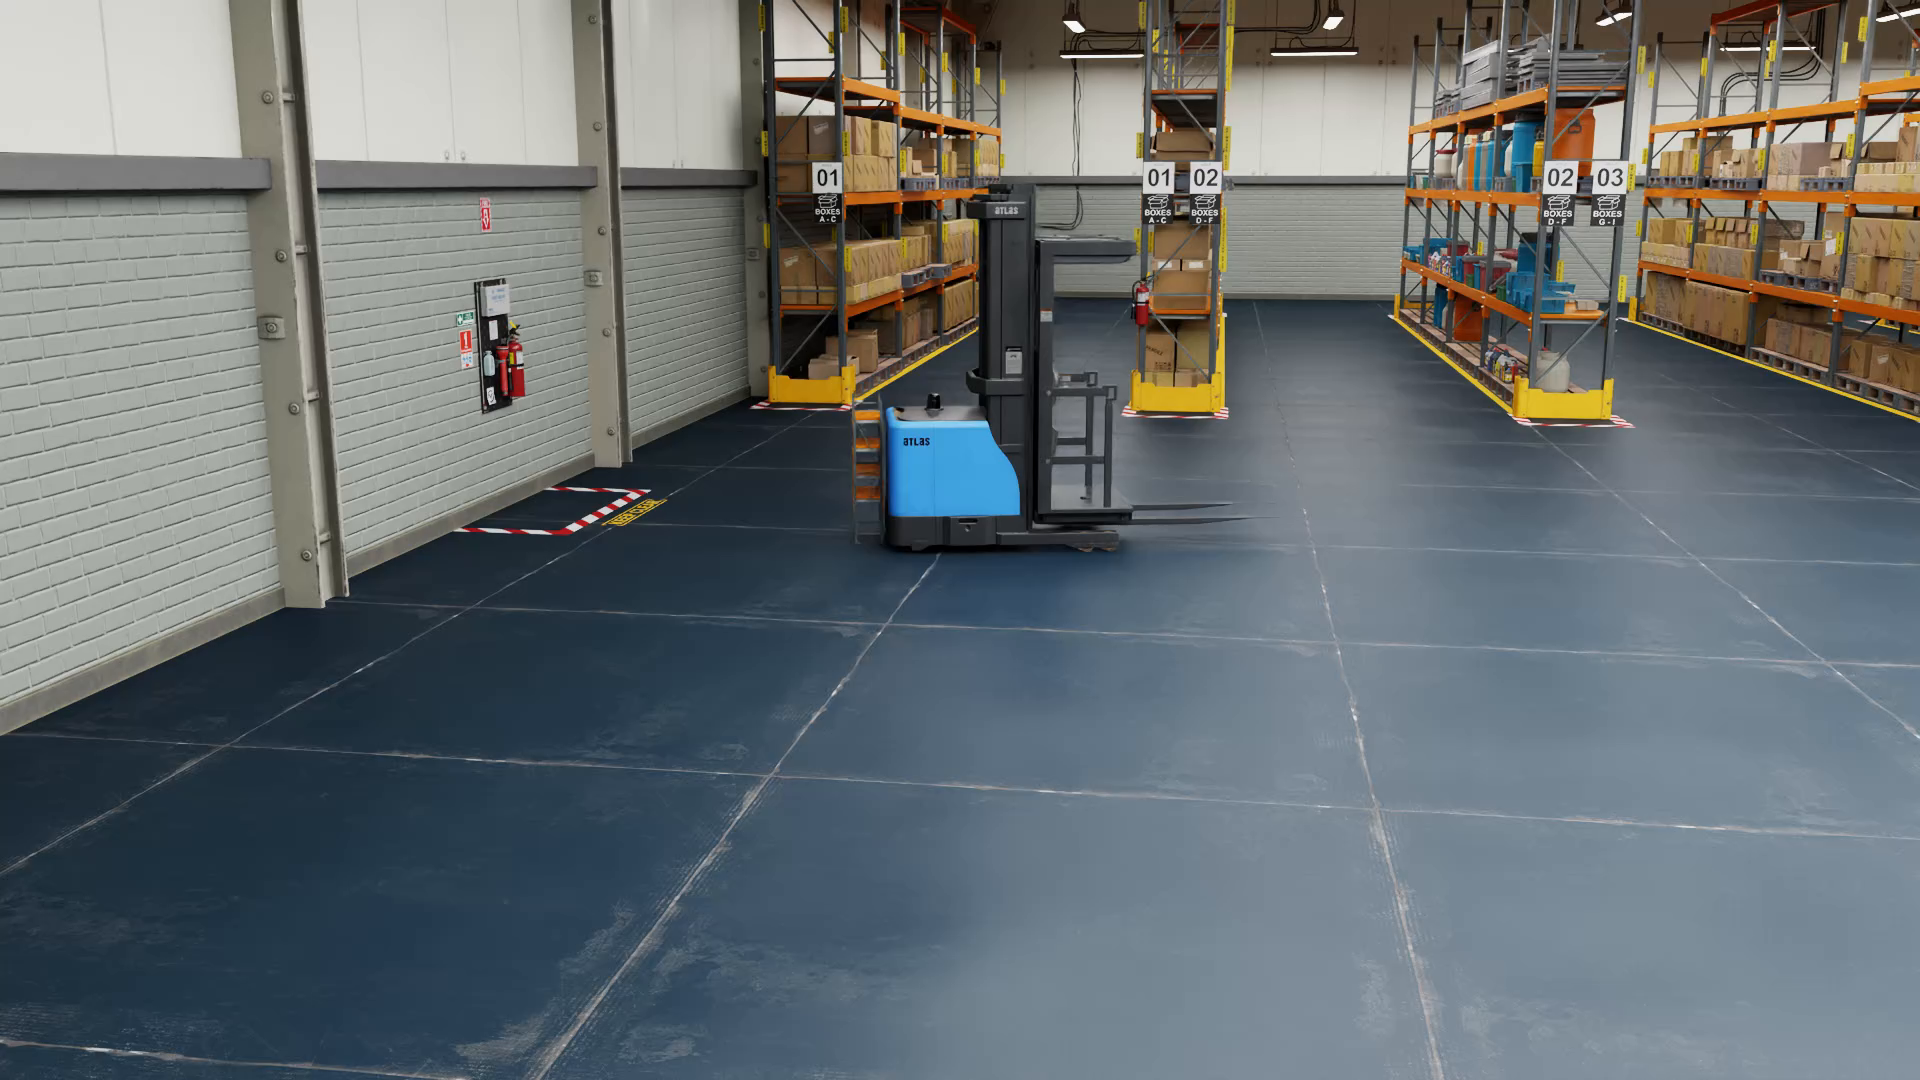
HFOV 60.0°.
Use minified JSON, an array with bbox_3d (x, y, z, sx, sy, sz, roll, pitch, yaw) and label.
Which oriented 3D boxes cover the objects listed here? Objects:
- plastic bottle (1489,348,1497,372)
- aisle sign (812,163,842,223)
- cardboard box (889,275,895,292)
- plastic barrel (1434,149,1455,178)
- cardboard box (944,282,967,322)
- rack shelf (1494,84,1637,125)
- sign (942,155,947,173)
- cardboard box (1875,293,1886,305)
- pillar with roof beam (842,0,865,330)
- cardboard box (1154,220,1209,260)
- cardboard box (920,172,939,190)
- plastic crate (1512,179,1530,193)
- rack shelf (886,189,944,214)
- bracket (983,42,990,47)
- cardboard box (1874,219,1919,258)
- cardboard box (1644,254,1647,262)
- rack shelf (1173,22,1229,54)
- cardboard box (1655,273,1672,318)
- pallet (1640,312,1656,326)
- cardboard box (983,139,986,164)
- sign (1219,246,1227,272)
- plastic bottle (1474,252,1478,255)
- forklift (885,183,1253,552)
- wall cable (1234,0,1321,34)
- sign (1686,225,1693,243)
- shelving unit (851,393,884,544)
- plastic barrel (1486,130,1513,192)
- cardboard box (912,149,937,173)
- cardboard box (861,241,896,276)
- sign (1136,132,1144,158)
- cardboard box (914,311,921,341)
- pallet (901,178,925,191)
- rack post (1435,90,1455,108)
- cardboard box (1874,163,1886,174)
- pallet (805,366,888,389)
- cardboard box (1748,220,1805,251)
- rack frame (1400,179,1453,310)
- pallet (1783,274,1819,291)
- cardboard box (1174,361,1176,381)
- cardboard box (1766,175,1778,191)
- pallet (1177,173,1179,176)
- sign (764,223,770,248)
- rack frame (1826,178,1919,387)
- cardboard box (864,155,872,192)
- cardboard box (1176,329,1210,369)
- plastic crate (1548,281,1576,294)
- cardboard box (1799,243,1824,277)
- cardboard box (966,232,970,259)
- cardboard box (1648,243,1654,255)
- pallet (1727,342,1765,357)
[{"bbox_3d":[7.828,-2.631,24.325,0.144,0.351,0.185,2,12,10],"label":"plastic bottle"},{"bbox_3d":[-1.757,-4.600,22.047,0.394,0.787,0.004,2,12,9],"label":"aisle sign"},{"bbox_3d":[-1.285,-3.911,25.329,0.500,0.250,0.500,2,12,9],"label":"cardboard box"},{"bbox_3d":[9.264,-7.167,31.691,0.433,0.535,0.433,0,12,0],"label":"plastic barrel"},{"bbox_3d":[-0.302,-4.681,32.702,0.750,0.750,0.750,2,12,10],"label":"cardboard box"},{"bbox_3d":[8.054,-5.835,22.363,1.077,0.370,4.000,2,12,9],"label":"rack shelf"},{"bbox_3d":[-0.276,-6.720,29.709,0.100,0.325,0.005,2,12,9],"label":"sign"},{"bbox_3d":[12.758,-3.286,22.718,0.380,0.149,0.250,2,12,9],"label":"cardboard box"},{"bbox_3d":[2.387,-7.570,27.758,9.100,9.000,0.400,2,12,9],"label":"pillar with roof beam"},{"bbox_3d":[2.945,-3.985,22.047,0.700,0.500,0.500,2,12,9],"label":"cardboard box"},{"bbox_3d":[-0.656,-6.293,29.118,0.500,0.311,0.500,2,12,9],"label":"cardboard box"},{"bbox_3d":[7.850,-4.908,23.033,0.336,0.188,0.450,2,12,9],"label":"plastic crate"},{"bbox_3d":[-1.120,-5.717,27.990,1.077,0.370,4.000,2,12,9],"label":"rack shelf"},{"bbox_3d":[0.667,-12.412,41.683,0.076,0.066,3.189,2,12,9],"label":"bracket"},{"bbox_3d":[12.783,-4.094,22.555,0.500,0.500,0.500,2,12,9],"label":"cardboard box"},{"bbox_3d":[14.683,-5.963,35.141,0.380,0.149,0.250,2,12,8],"label":"cardboard box"},{"bbox_3d":[5.006,-10.314,34.311,1.077,0.370,4.000,2,12,9],"label":"rack shelf"},{"bbox_3d":[14.942,-5.044,34.326,0.875,0.875,0.875,2,12,9],"label":"cardboard box"},{"bbox_3d":[15.056,-4.671,35.165,1.003,0.211,1.213,2,12,9],"label":"pallet"},{"bbox_3d":[0.263,-8.112,34.736,0.500,0.500,0.500,2,12,7],"label":"cardboard box"},{"bbox_3d":[3.400,-3.637,21.505,0.100,0.325,0.005,2,12,9],"label":"sign"},{"bbox_3d":[9.746,-5.266,31.426,0.144,0.351,0.185,2,12,9],"label":"plastic bottle"},{"bbox_3d":[0.895,-1.447,13.752,3.031,2.935,1.130,-1,12,-4],"label":"forklift"},{"bbox_3d":[7.372,-13.769,41.111,3.097,2.526,0.112,2,12,9],"label":"wall cable"},{"bbox_3d":[13.938,-5.850,31.775,0.100,0.325,0.005,2,12,9],"label":"sign"},{"bbox_3d":[-0.776,-0.608,13.965,0.258,1.200,0.503,-1,12,-4],"label":"shelving unit"},{"bbox_3d":[8.226,-5.690,24.964,0.600,0.901,0.708,2,12,9],"label":"plastic barrel"},{"bbox_3d":[-0.796,-6.850,30.258,0.700,0.500,0.500,1,12,4],"label":"cardboard box"},{"bbox_3d":[-1.266,-4.277,25.247,0.500,0.500,0.500,2,12,8],"label":"cardboard box"},{"bbox_3d":[2.319,-5.075,21.388,0.100,0.325,0.005,2,12,9],"label":"sign"},{"bbox_3d":[-1.065,-3.757,29.196,0.700,0.500,0.500,2,12,9],"label":"cardboard box"},{"bbox_3d":[-1.227,-5.686,26.583,1.213,0.211,1.003,2,12,9],"label":"pallet"},{"bbox_3d":[9.432,-8.252,31.104,0.937,0.300,0.954,2,12,8],"label":"rack post"},{"bbox_3d":[12.865,-5.122,22.928,0.380,0.149,0.250,2,12,9],"label":"cardboard box"},{"bbox_3d":[-1.681,-2.428,24.757,1.003,0.211,1.213,2,12,9],"label":"pallet"},{"bbox_3d":[14.000,-5.229,28.516,0.797,0.503,0.637,2,12,11],"label":"cardboard box"},{"bbox_3d":[10.207,-6.363,36.400,1.000,3.000,0.127,2,12,9],"label":"rack frame"},{"bbox_3d":[13.607,-4.030,26.030,1.003,0.211,1.213,2,12,9],"label":"pallet"},{"bbox_3d":[2.784,-2.385,23.470,0.500,0.250,0.500,2,12,9],"label":"cardboard box"},{"bbox_3d":[13.547,-5.841,27.212,0.500,0.250,0.500,2,12,10],"label":"cardboard box"},{"bbox_3d":[3.172,-5.018,23.248,1.003,0.211,1.213,2,12,9],"label":"pallet"},{"bbox_3d":[-2.588,-4.096,22.383,0.100,0.325,0.005,2,12,9],"label":"sign"},{"bbox_3d":[13.256,-3.705,24.065,1.000,3.000,0.127,2,12,9],"label":"rack frame"},{"bbox_3d":[-1.550,-5.159,23.407,0.500,0.500,0.500,2,12,11],"label":"cardboard box"},{"bbox_3d":[3.230,-2.630,22.828,0.500,0.500,0.500,2,12,9],"label":"cardboard box"},{"bbox_3d":[8.460,-3.554,23.715,0.499,0.251,0.616,2,12,9],"label":"plastic crate"},{"bbox_3d":[13.431,-4.325,25.698,0.797,0.503,0.637,3,13,14],"label":"cardboard box"},{"bbox_3d":[-0.088,-5.845,33.004,0.500,0.500,0.500,2,12,9],"label":"cardboard box"},{"bbox_3d":[14.687,-6.075,34.714,0.500,0.250,0.500,2,12,8],"label":"cardboard box"},{"bbox_3d":[14.067,-3.336,28.972,1.003,0.211,1.213,2,12,9],"label":"pallet"}]
